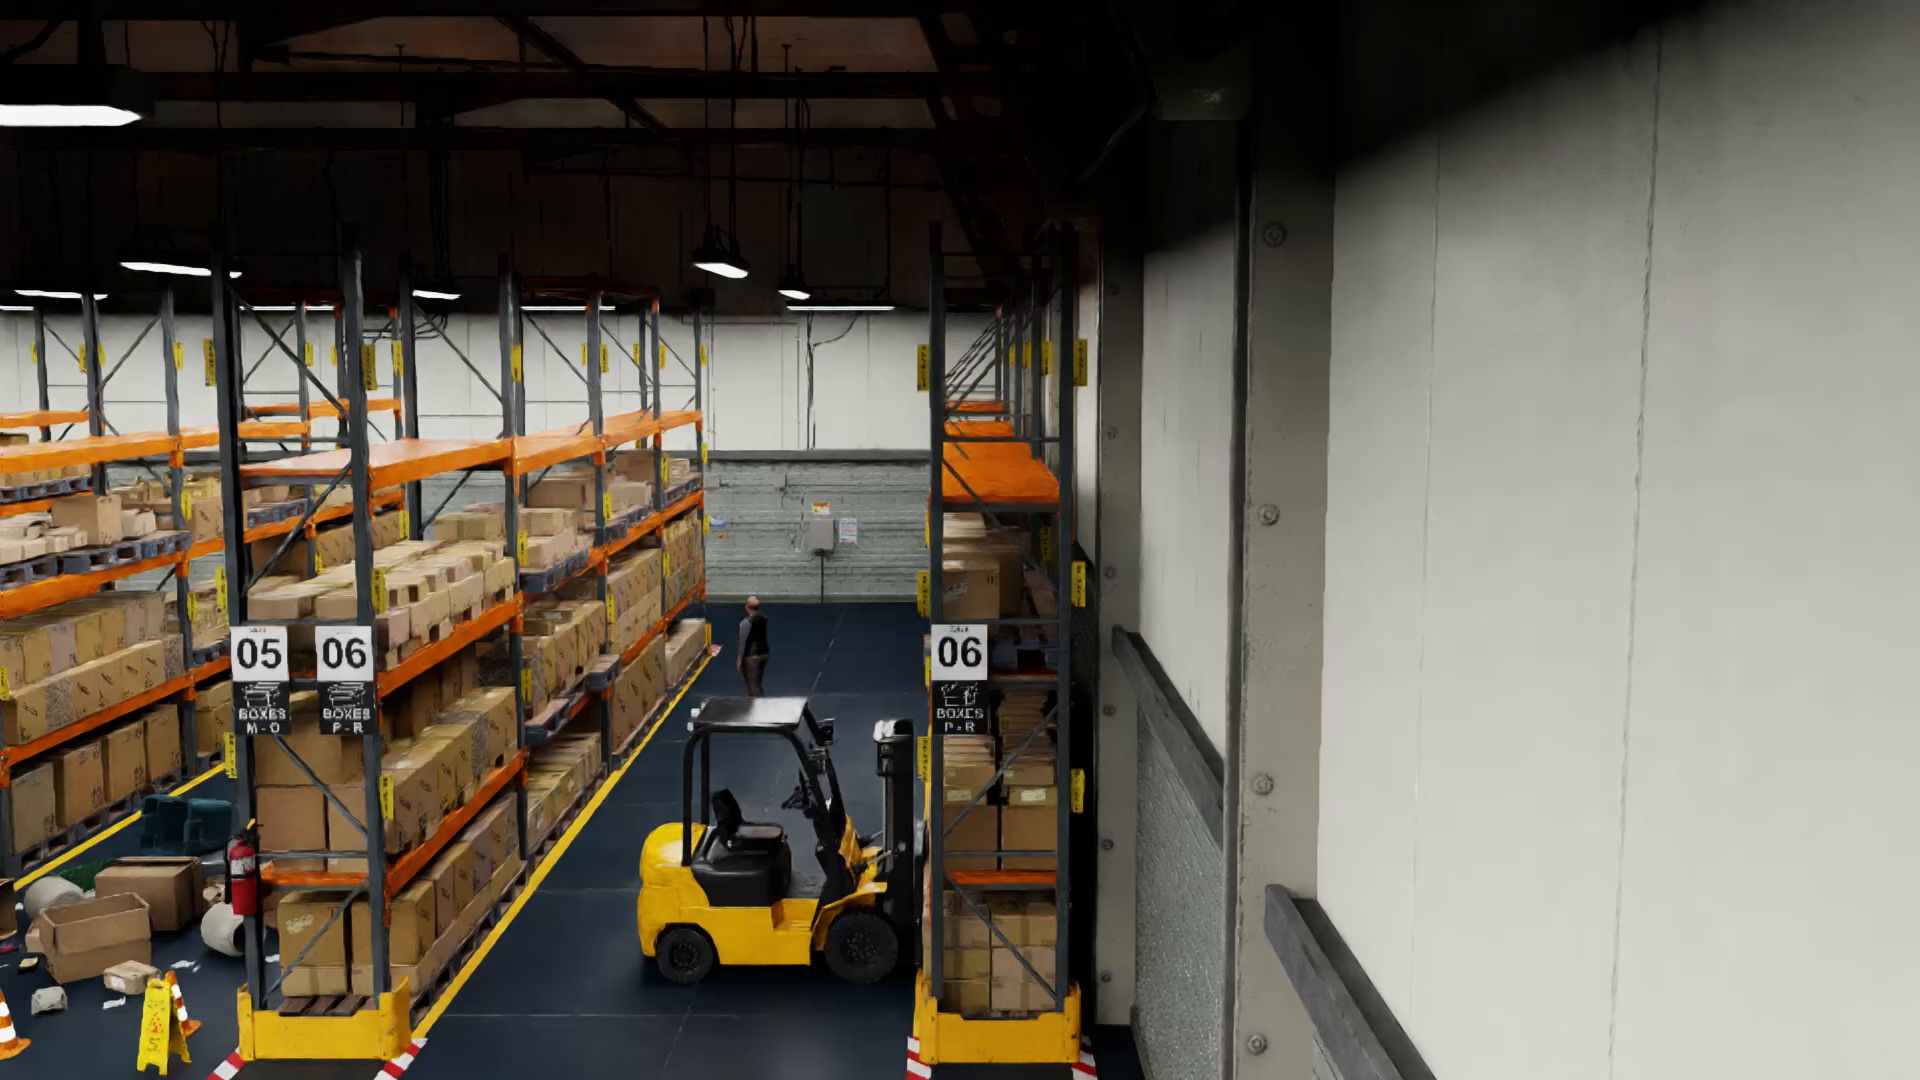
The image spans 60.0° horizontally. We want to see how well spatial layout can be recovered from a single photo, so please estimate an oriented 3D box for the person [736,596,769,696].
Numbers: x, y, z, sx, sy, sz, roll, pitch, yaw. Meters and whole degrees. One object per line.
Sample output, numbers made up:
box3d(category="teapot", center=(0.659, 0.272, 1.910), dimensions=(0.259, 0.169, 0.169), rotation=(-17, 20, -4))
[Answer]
box3d(category="person", center=(-2.871, 1.627, 22.956), dimensions=(0.555, 1.722, 0.614), rotation=(4, 8, 29))
